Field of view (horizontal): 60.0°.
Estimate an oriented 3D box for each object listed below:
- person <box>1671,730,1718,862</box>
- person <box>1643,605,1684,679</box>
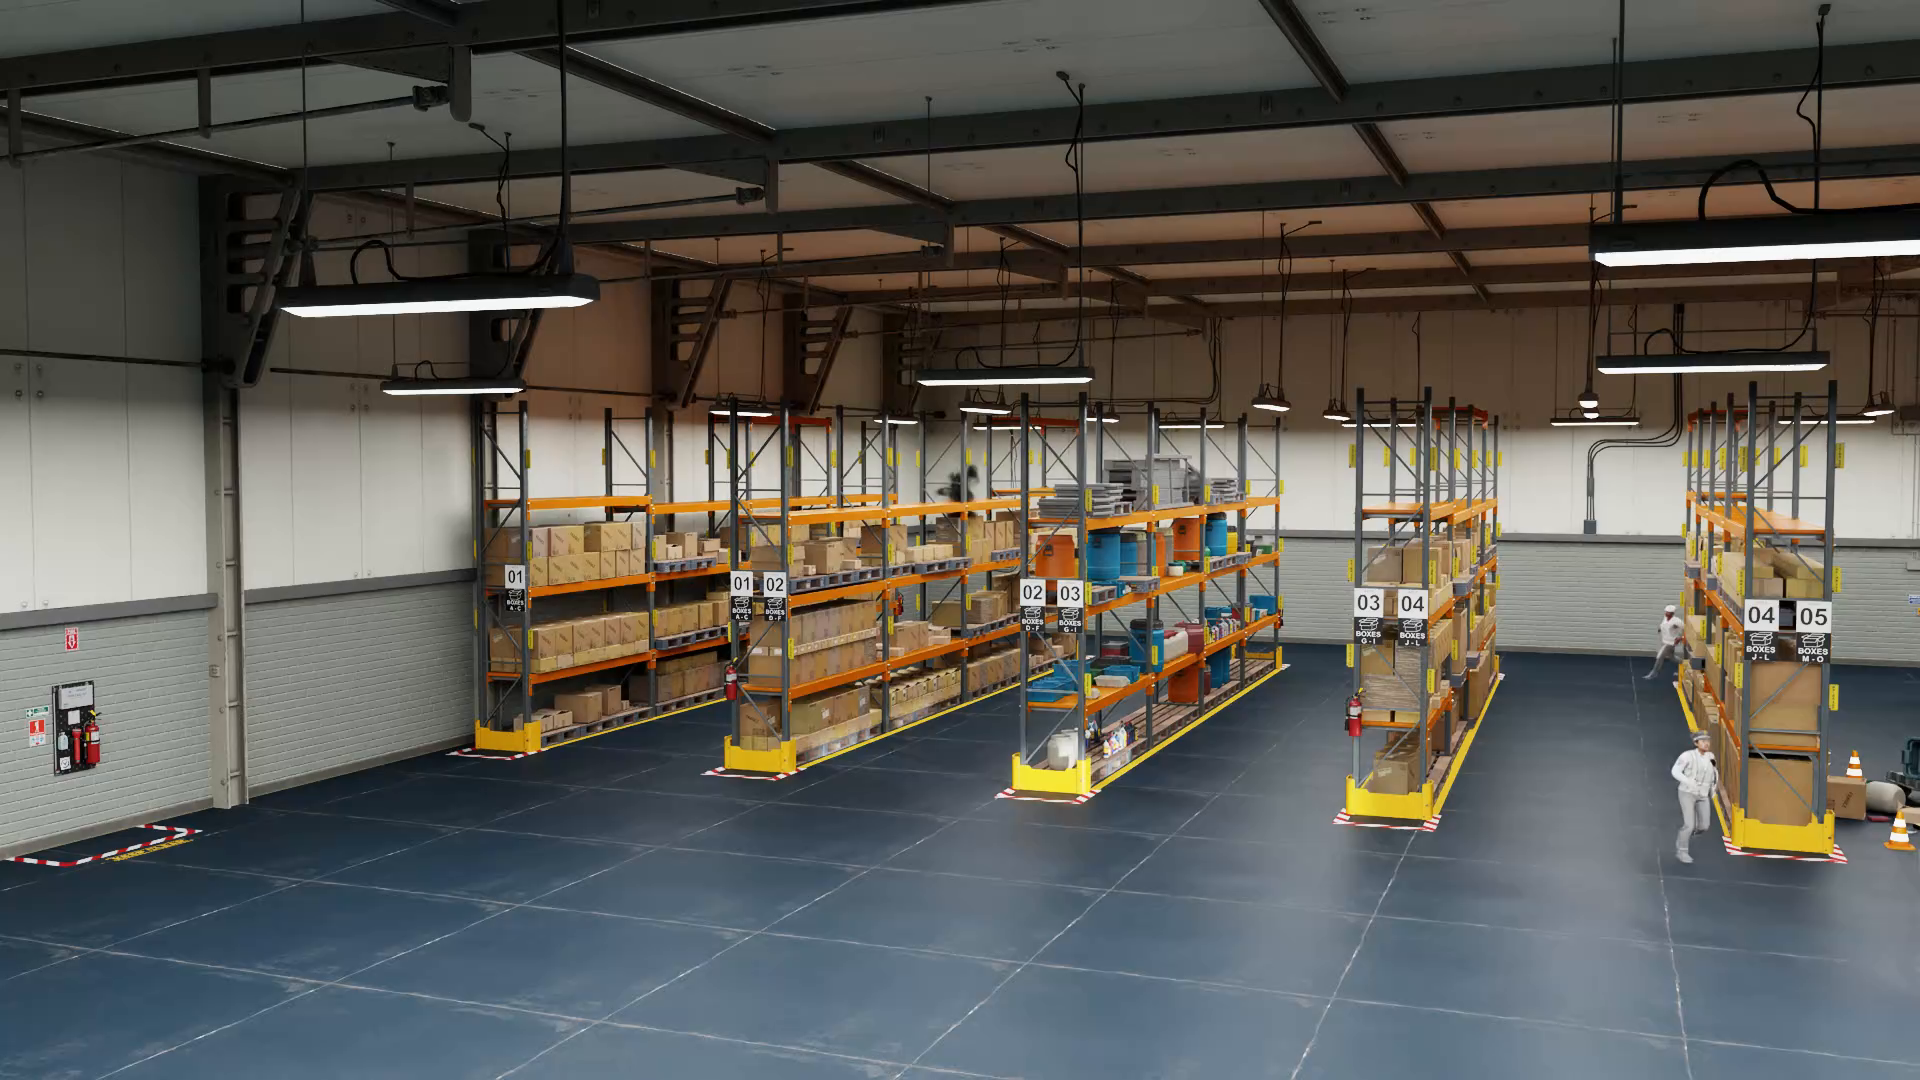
[{"bbox_3d":[9.211,3.180,20.755,0.642,1.648,0.552,0,3,-4],"label":"person"},{"bbox_3d":[16.039,2.315,37.568,0.995,1.719,0.774,0,3,0],"label":"person"}]
